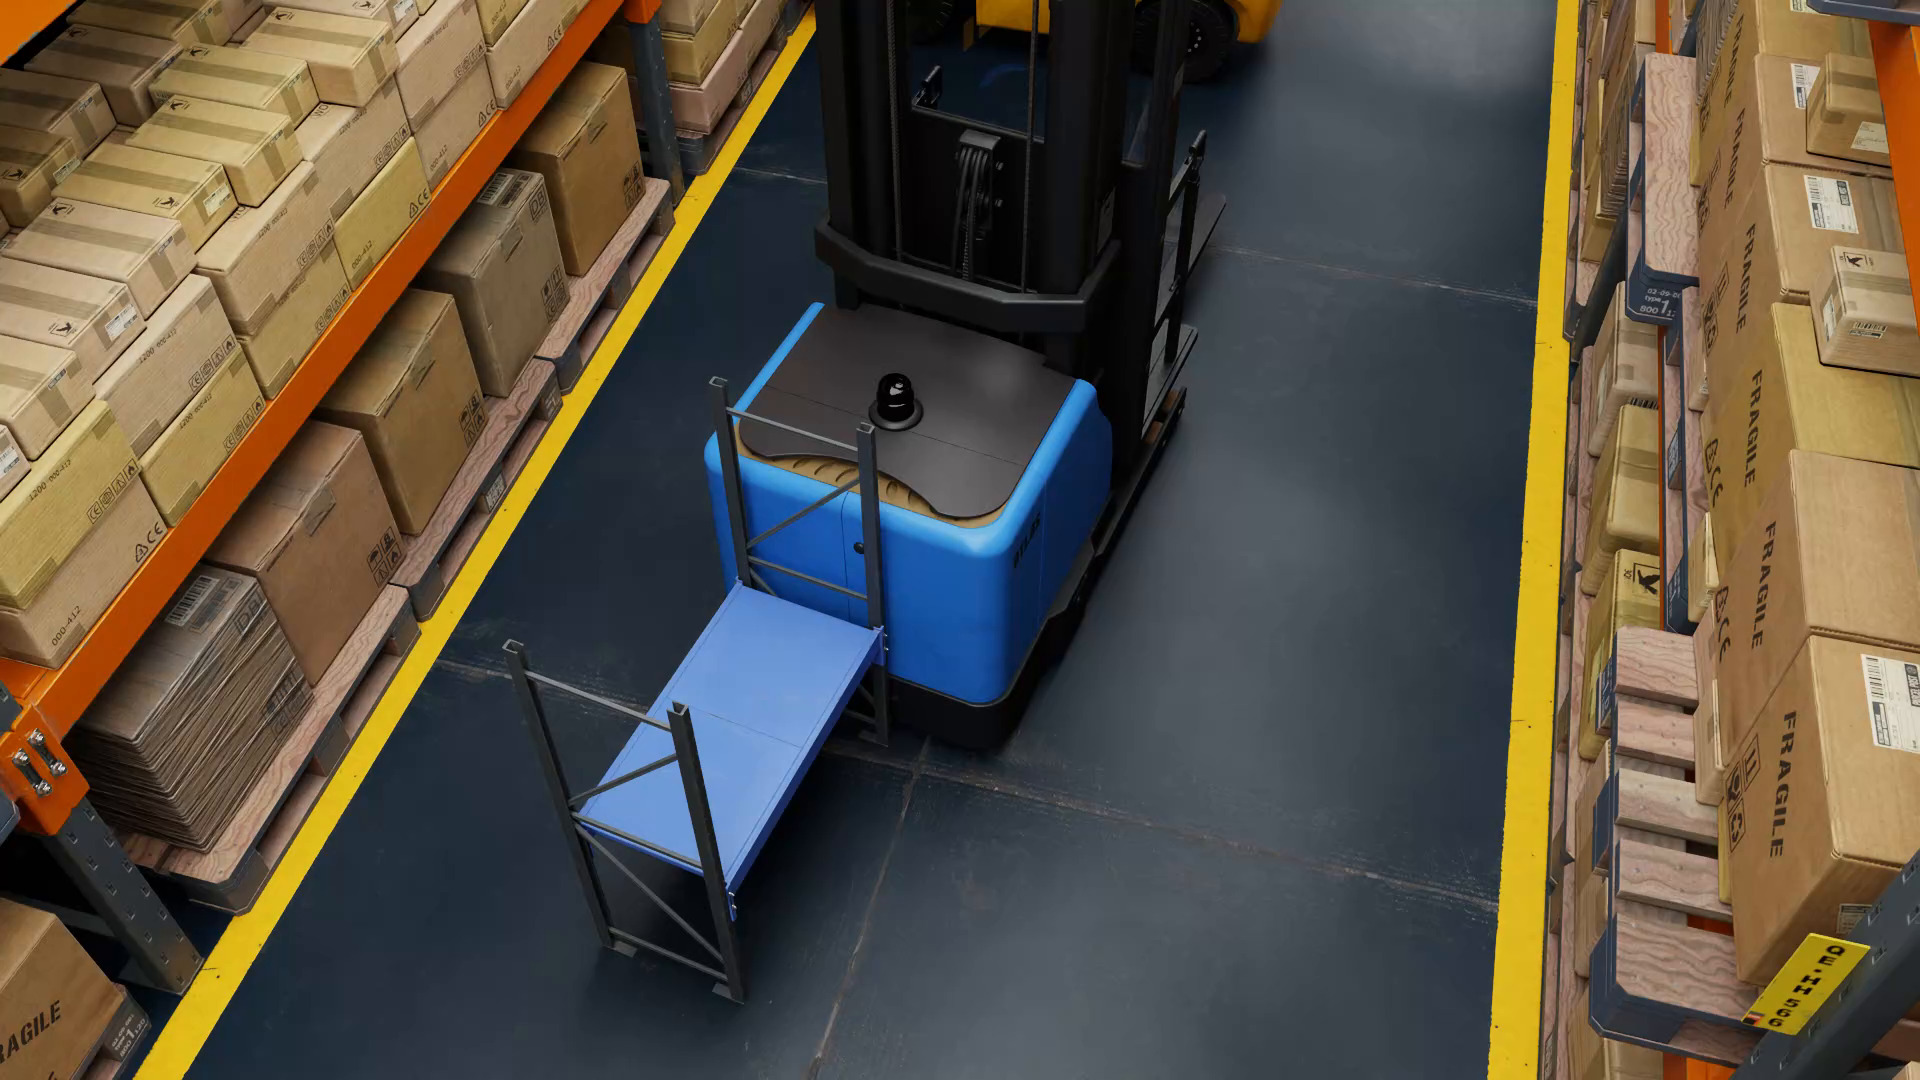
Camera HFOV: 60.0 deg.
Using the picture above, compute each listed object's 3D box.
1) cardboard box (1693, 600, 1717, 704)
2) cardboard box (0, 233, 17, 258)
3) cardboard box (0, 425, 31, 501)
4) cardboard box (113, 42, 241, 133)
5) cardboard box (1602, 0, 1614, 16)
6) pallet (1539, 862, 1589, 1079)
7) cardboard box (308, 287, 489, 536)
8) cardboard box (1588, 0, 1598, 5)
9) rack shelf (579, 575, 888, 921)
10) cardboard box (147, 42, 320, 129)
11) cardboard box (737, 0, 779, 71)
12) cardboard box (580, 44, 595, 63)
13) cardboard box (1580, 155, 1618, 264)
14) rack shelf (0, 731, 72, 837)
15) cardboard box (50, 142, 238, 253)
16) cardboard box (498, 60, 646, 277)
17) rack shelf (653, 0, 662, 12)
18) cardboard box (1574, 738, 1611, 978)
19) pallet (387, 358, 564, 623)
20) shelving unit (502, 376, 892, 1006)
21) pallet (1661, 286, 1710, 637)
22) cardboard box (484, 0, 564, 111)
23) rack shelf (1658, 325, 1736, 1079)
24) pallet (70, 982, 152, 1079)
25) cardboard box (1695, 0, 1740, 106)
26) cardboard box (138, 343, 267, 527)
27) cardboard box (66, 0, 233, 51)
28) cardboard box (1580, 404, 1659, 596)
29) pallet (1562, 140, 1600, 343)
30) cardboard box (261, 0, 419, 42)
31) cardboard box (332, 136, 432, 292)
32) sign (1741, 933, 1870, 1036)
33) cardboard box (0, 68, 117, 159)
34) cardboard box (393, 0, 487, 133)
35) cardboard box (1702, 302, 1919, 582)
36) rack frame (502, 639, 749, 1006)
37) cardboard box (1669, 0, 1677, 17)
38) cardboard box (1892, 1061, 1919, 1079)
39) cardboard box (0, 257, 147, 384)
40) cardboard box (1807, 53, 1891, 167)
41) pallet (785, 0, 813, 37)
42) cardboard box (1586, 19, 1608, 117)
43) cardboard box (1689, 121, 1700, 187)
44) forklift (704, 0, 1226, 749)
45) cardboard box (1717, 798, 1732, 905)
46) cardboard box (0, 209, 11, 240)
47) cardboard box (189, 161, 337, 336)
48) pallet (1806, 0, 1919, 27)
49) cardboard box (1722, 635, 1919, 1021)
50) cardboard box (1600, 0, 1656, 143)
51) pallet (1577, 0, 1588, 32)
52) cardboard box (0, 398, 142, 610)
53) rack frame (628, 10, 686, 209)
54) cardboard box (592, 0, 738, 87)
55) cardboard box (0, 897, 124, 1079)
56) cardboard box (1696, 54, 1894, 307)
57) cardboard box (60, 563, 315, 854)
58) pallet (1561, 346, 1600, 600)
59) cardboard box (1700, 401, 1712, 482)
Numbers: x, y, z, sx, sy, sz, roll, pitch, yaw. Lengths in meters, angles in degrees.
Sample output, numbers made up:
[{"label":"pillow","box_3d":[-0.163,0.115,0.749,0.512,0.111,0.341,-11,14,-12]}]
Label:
[{"label":"cardboard box","box_3d":[1.932,0.305,3.868,0.380,0.149,0.250,9,49,8]},{"label":"cardboard box","box_3d":[-2.831,-0.619,4.562,0.500,0.250,0.500,12,50,10]},{"label":"cardboard box","box_3d":[-2.446,-0.173,3.903,0.380,0.149,0.250,13,50,11]},{"label":"cardboard box","box_3d":[-2.557,-1.343,5.201,0.500,0.250,0.500,11,49,9]},{"label":"cardboard box","box_3d":[3.323,-2.753,7.733,0.500,0.500,0.500,12,50,11]},{"label":"pallet","box_3d":[2.182,1.582,4.713,1.003,0.211,1.213,12,50,10]},{"label":"cardboard box","box_3d":[-2.296,-0.516,6.008,0.875,0.625,0.625,10,49,8]},{"label":"cardboard box","box_3d":[3.460,-2.895,8.358,0.500,0.250,0.500,13,50,11]},{"label":"rack shelf","box_3d":[-0.669,0.591,4.968,0.538,0.185,1.000,18,51,15]},{"label":"cardboard box","box_3d":[-2.142,-1.316,4.911,0.380,0.149,0.250,12,50,10]},{"label":"cardboard box","box_3d":[-1.196,-2.530,8.036,0.500,0.250,0.500,11,49,9]},{"label":"cardboard box","box_3d":[-1.831,-2.433,7.617,0.500,0.250,0.500,11,49,9]},{"label":"cardboard box","box_3d":[2.924,-1.379,7.020,0.500,0.250,0.500,14,50,12]},{"label":"rack shelf","box_3d":[-3.341,1.932,3.024,1.077,0.370,4.000,12,50,10]},{"label":"cardboard box","box_3d":[-2.241,-0.937,4.577,0.380,0.149,0.250,12,50,10]},{"label":"cardboard box","box_3d":[-1.888,-1.620,6.983,0.875,0.625,0.625,14,50,12]},{"label":"rack shelf","box_3d":[-1.235,-3.855,8.131,1.077,0.370,4.000,12,50,10]},{"label":"cardboard box","box_3d":[2.320,1.012,4.828,0.950,0.372,0.625,11,49,9]},{"label":"pallet","box_3d":[-2.237,-0.298,6.372,1.003,0.211,1.213,12,50,10]},{"label":"shelving unit","box_3d":[-0.669,0.472,4.833,0.538,1.500,1.048,18,51,15]},{"label":"pallet","box_3d":[2.457,-0.153,4.512,1.003,0.211,1.213,12,50,10]},{"label":"cardboard box","box_3d":[-1.769,-1.816,5.952,0.500,0.250,0.500,11,50,10]},{"label":"rack shelf","box_3d":[2.502,0.015,4.716,1.077,0.370,4.000,12,50,10]},{"label":"pallet","box_3d":[-3.047,1.702,4.607,1.003,0.211,1.213,12,50,10]},{"label":"cardboard box","box_3d":[2.628,-1.657,5.167,0.500,0.500,0.500,13,50,11]},{"label":"cardboard box","box_3d":[-2.325,-0.339,4.648,0.500,0.250,0.500,11,49,9]},{"label":"cardboard box","box_3d":[-2.507,-1.588,5.152,0.380,0.149,0.250,12,50,10]},{"label":"cardboard box","box_3d":[2.706,-0.038,5.756,0.950,0.372,0.625,14,50,12]},{"label":"pallet","box_3d":[3.171,-1.239,7.203,1.003,0.211,1.213,12,50,10]},{"label":"cardboard box","box_3d":[-1.945,-1.673,5.227,0.380,0.149,0.250,12,50,10]},{"label":"cardboard box","box_3d":[-2.058,-1.088,5.309,0.500,0.250,0.500,13,50,11]},{"label":"sign","box_3d":[1.449,0.767,2.853,0.100,0.325,0.005,12,50,10]},{"label":"cardboard box","box_3d":[-2.710,-1.224,4.831,0.380,0.149,0.250,11,49,9]},{"label":"cardboard box","box_3d":[-1.913,-1.614,5.441,0.500,0.250,0.500,12,50,11]},{"label":"cardboard box","box_3d":[2.084,-0.172,3.856,0.500,0.500,0.500,9,49,7]},{"label":"rack frame","box_3d":[-0.873,0.821,4.525,0.500,1.500,0.032,18,51,15]},{"label":"cardboard box","box_3d":[2.878,-2.061,6.236,0.380,0.149,0.250,13,50,11]},{"label":"cardboard box","box_3d":[1.610,1.168,2.485,0.500,0.500,0.500,10,49,9]},{"label":"cardboard box","box_3d":[-2.334,-0.557,4.242,0.380,0.149,0.250,13,50,11]},{"label":"cardboard box","box_3d":[2.376,-1.078,4.223,0.380,0.149,0.250,14,50,12]},{"label":"pallet","box_3d":[-1.193,-3.176,8.912,1.003,0.211,1.213,12,50,10]},{"label":"cardboard box","box_3d":[3.193,-2.133,7.686,0.500,0.250,0.500,12,50,11]},{"label":"cardboard box","box_3d":[2.504,-1.209,5.204,0.380,0.149,0.250,12,50,11]},{"label":"forklift","box_3d":[0.250,-1.398,5.529,1.130,2.935,3.031,18,51,15]},{"label":"cardboard box","box_3d":[1.835,0.676,3.540,0.380,0.149,0.250,12,50,11]},{"label":"cardboard box","box_3d":[-2.839,-0.854,4.504,0.380,0.149,0.250,11,49,9]},{"label":"cardboard box","box_3d":[-2.174,-0.878,4.791,0.500,0.250,0.500,10,49,9]},{"label":"pallet","box_3d":[2.493,-1.424,3.630,1.213,0.211,1.003,12,50,10]},{"label":"cardboard box","box_3d":[1.827,0.570,3.201,0.500,0.500,0.500,10,49,9]},{"label":"cardboard box","box_3d":[3.057,-1.996,7.064,0.500,0.500,0.500,12,50,11]},{"label":"pallet","box_3d":[3.813,-3.004,8.761,1.003,0.211,1.213,12,50,10]},{"label":"cardboard box","box_3d":[-2.438,-0.137,4.136,0.500,0.250,0.500,12,50,10]},{"label":"rack frame","box_3d":[-1.762,-2.646,6.585,1.000,3.000,0.127,12,50,10]},{"label":"cardboard box","box_3d":[-1.337,-2.330,7.526,0.500,0.250,0.500,11,50,10]},{"label":"cardboard box","box_3d":[-2.718,1.284,4.504,0.500,0.500,0.500,13,50,11]},{"label":"cardboard box","box_3d":[2.353,-0.940,4.534,0.500,0.500,0.500,11,50,10]},{"label":"cardboard box","box_3d":[-2.637,0.445,5.160,0.875,0.625,0.625,13,50,11]},{"label":"pallet","box_3d":[2.825,-0.183,6.271,1.003,0.211,1.213,12,50,10]},{"label":"cardboard box","box_3d":[2.166,-0.252,4.359,0.380,0.149,0.250,10,49,9]}]
